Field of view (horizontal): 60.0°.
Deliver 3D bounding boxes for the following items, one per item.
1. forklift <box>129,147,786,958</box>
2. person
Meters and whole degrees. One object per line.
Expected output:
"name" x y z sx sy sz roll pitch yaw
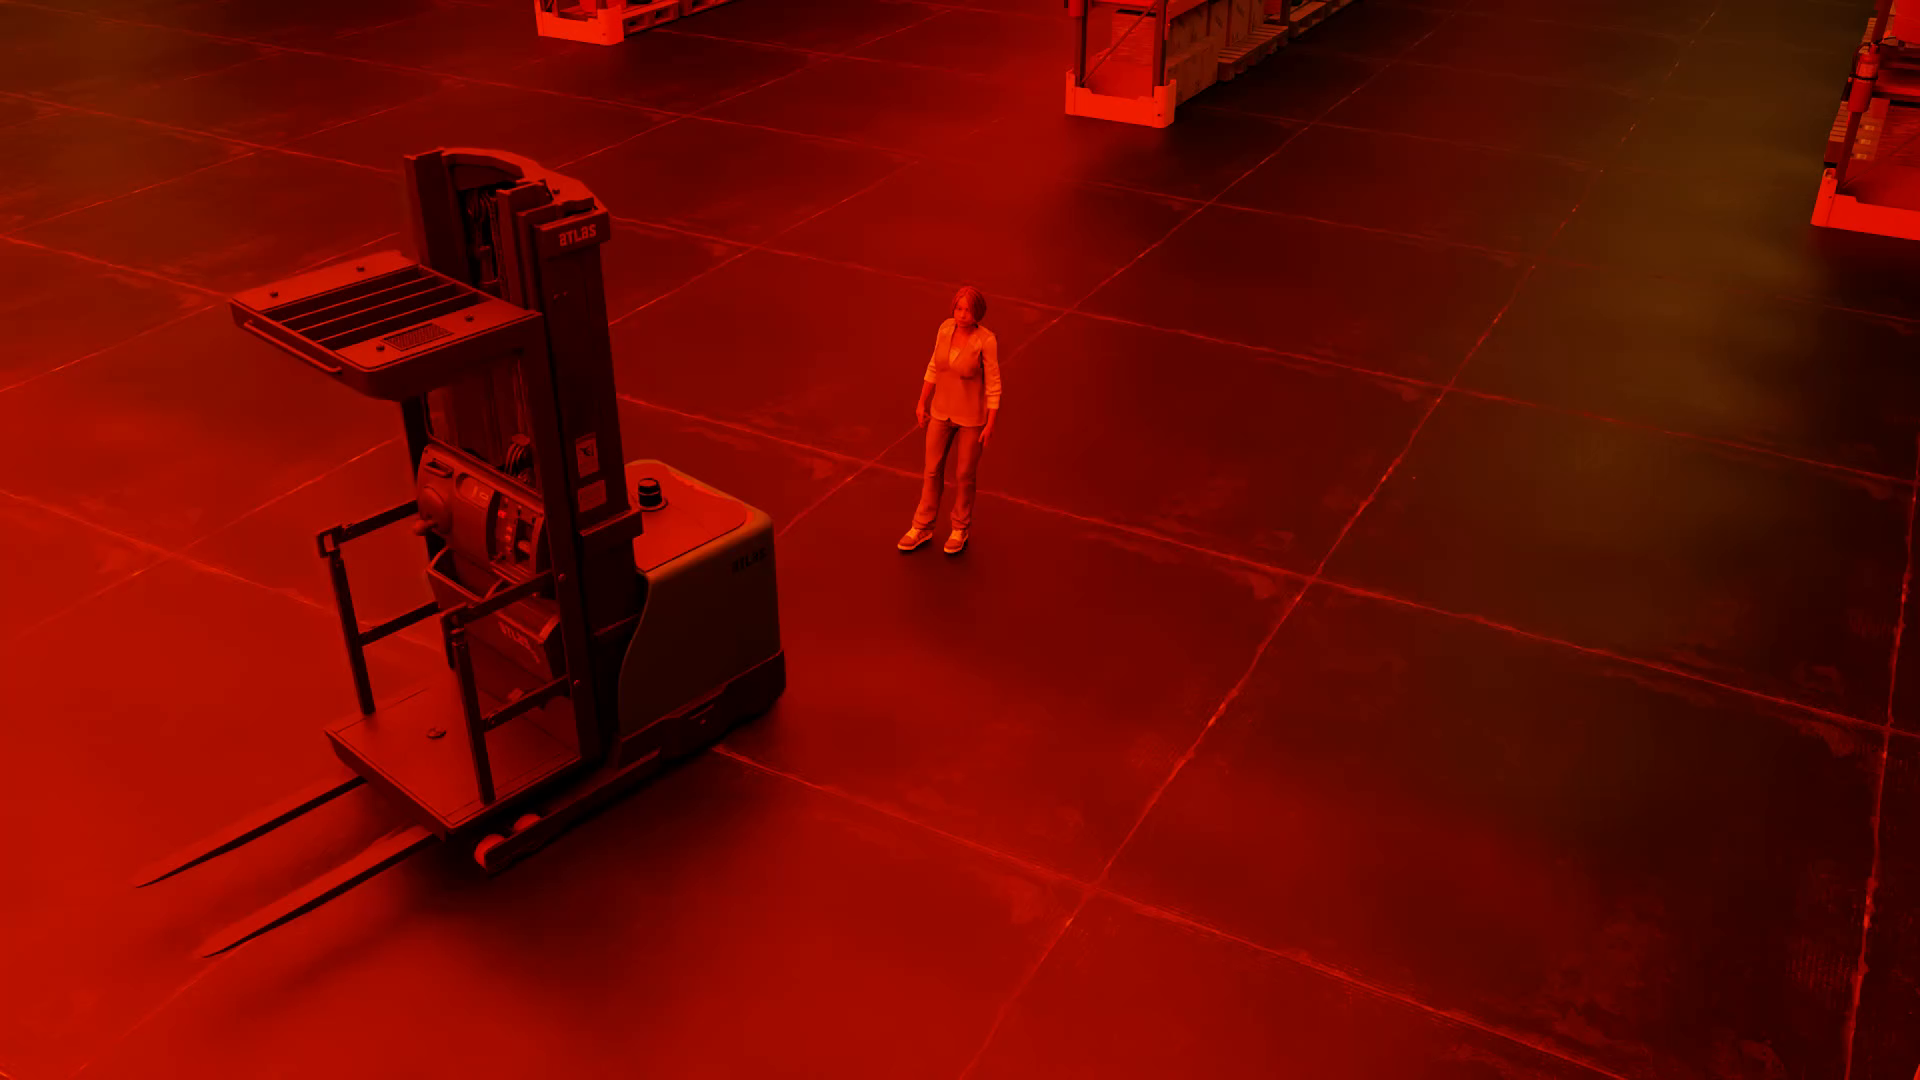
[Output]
"forklift" -2.258 -0.076 7.202 1.130 2.935 3.031 24 38 36
"person" -0.048 -0.668 9.549 0.521 1.599 0.473 15 33 25
